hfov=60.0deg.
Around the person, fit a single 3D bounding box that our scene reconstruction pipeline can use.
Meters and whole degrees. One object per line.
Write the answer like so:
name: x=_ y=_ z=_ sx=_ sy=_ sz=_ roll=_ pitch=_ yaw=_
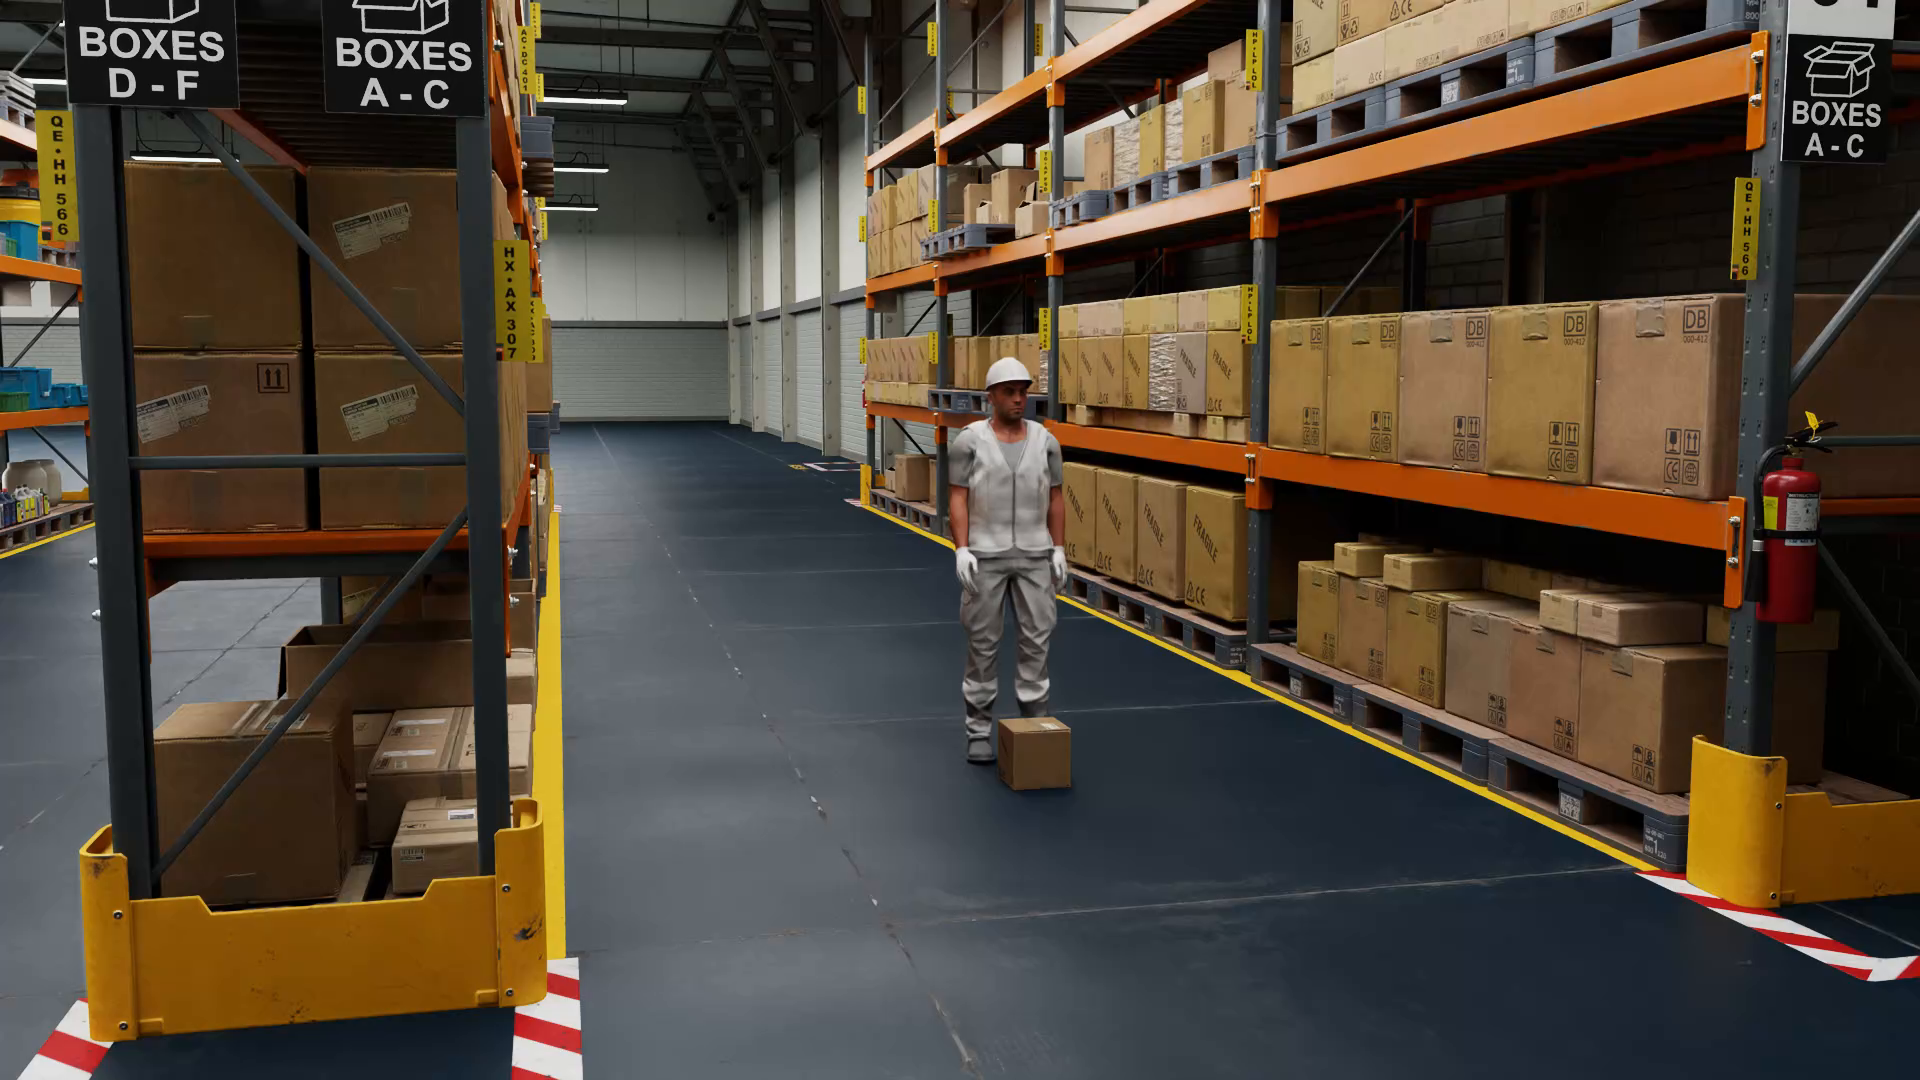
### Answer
person: x=0.228 y=0.092 z=7.391 sx=0.545 sy=1.798 sz=0.419 roll=-1 pitch=6 yaw=-12
